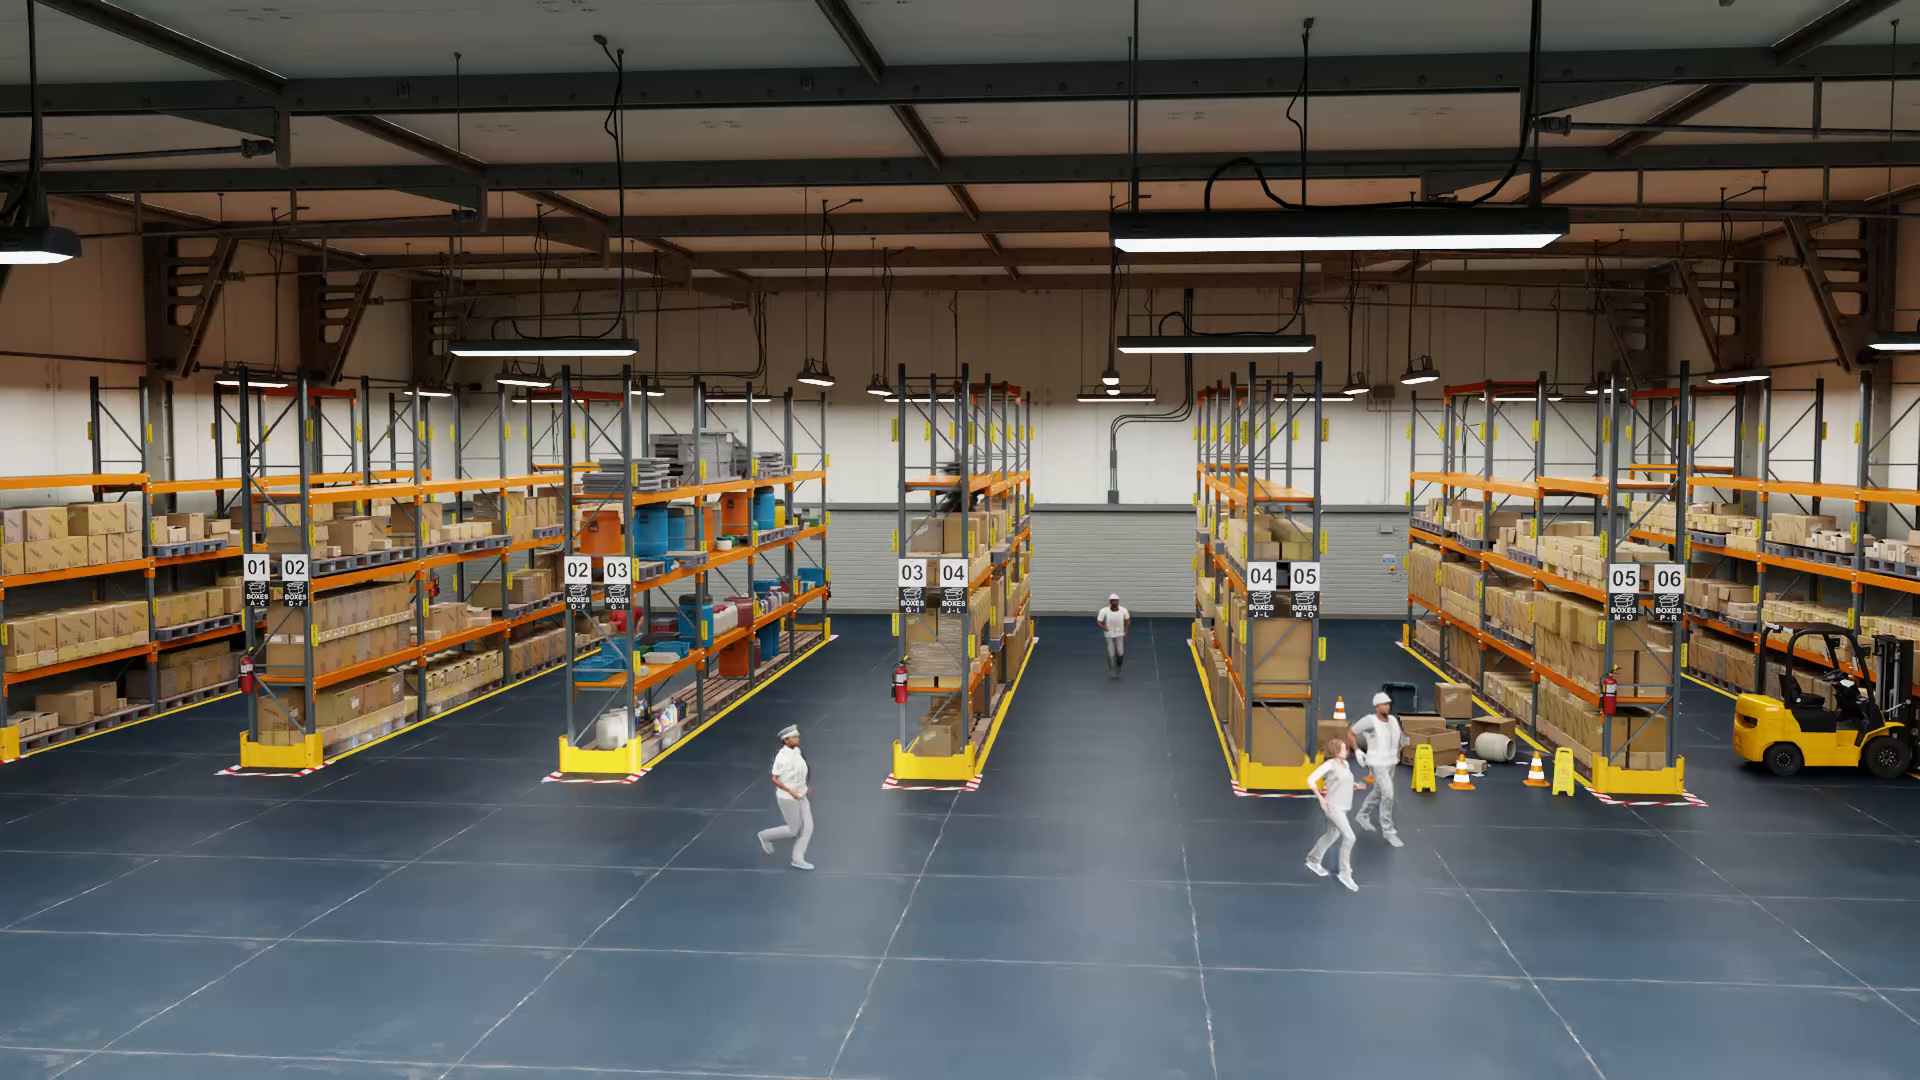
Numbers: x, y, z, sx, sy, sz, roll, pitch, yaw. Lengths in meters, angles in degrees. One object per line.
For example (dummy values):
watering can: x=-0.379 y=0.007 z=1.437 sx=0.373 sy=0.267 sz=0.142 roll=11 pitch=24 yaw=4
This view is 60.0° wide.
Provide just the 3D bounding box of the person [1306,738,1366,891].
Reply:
person: x=4.156 y=3.015 z=18.421 sx=0.728 sy=1.646 sz=0.507 roll=3 pitch=5 yaw=37

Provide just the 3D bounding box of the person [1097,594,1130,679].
person: x=3.130 y=1.958 z=33.803 sx=0.696 sy=1.737 sz=0.624 roll=0 pitch=4 yaw=1

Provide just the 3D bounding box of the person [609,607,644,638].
person: x=-6.705 y=1.977 z=33.386 sx=0.658 sy=1.747 sz=0.899 roll=0 pitch=4 yaw=-4

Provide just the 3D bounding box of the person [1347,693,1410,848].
person: x=5.165 y=2.786 z=20.422 sx=0.667 sy=1.832 sz=0.859 roll=-3 pitch=5 yaw=-37

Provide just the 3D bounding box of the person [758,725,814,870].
person: x=-1.986 y=2.950 z=19.180 sx=0.669 sy=1.670 sz=0.556 roll=2 pitch=4 yaw=23
